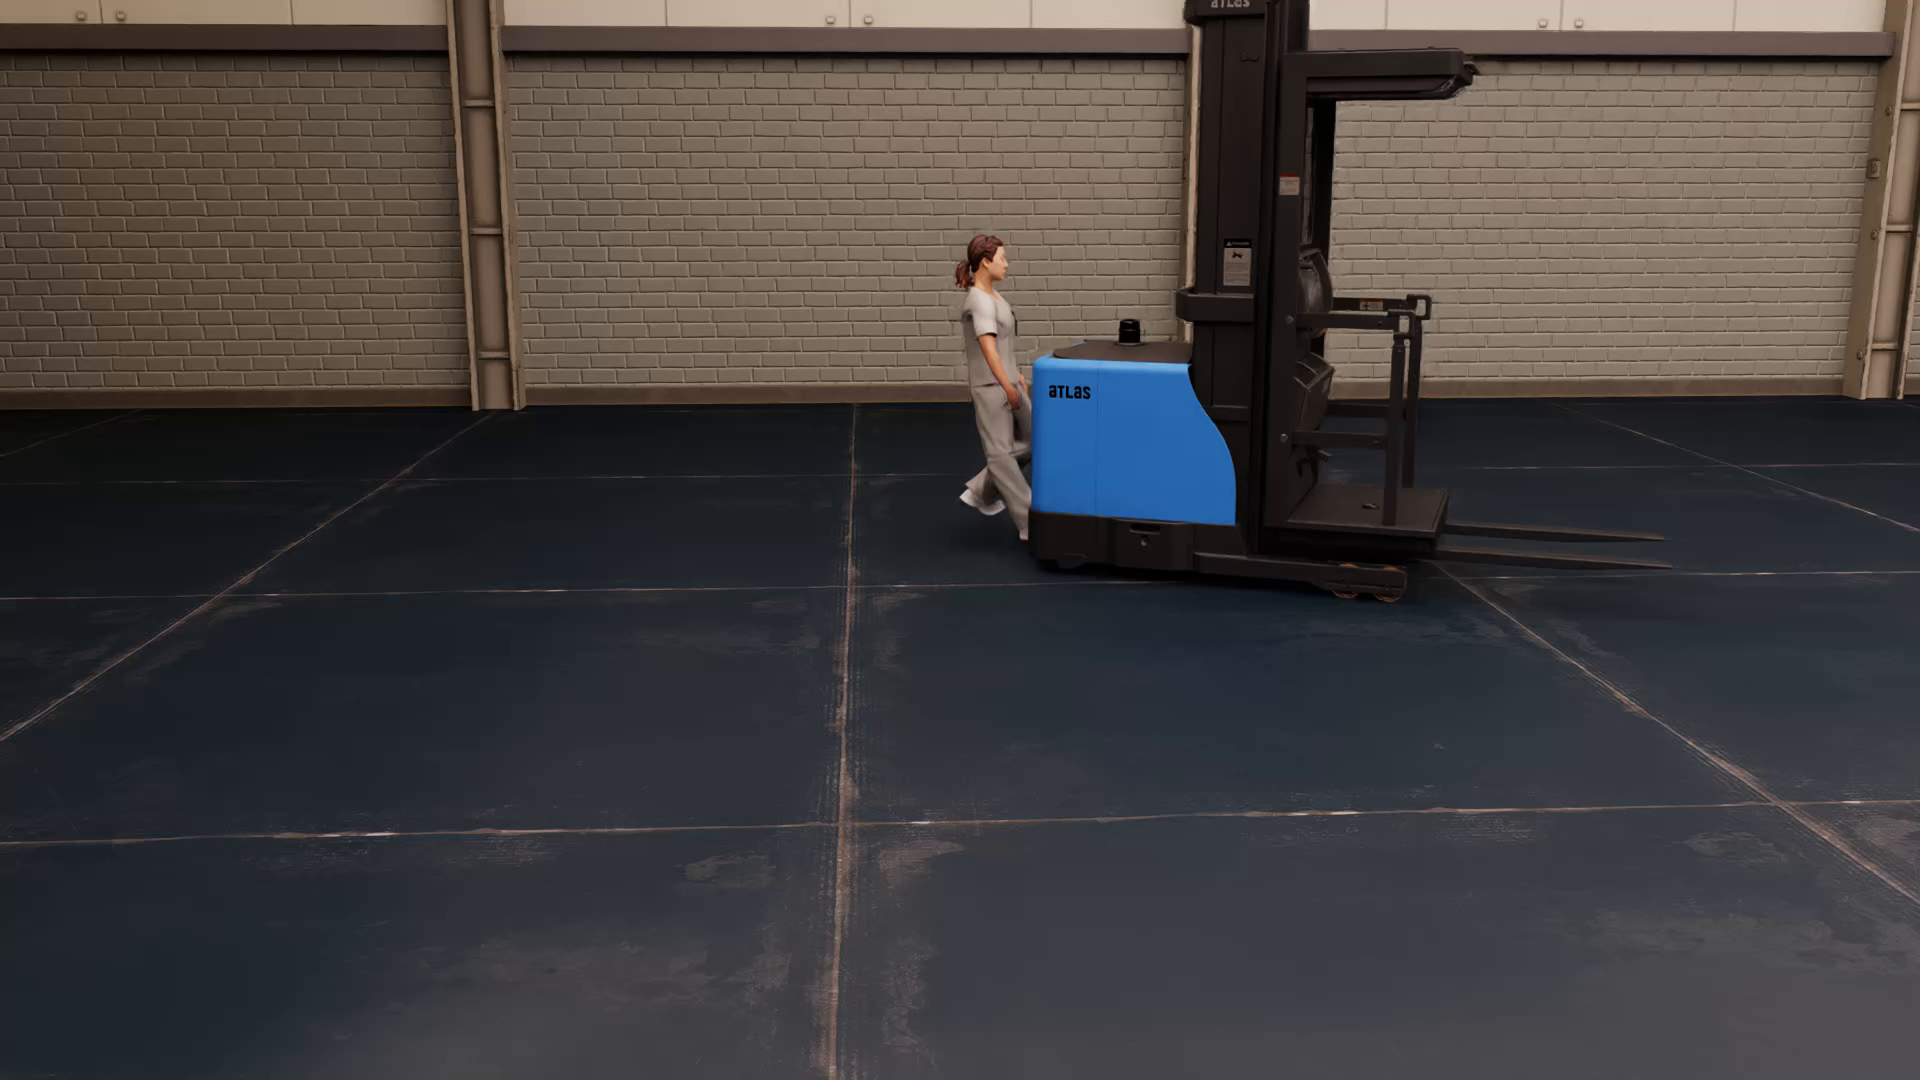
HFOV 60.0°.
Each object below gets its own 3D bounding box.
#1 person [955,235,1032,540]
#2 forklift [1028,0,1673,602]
[{"bbox_3d":[0.324,-0.839,8.996,0.700,1.591,0.626,3,13,12],"label":"person"},{"bbox_3d":[1.919,-1.269,8.066,3.031,2.935,1.130,4,13,19],"label":"forklift"}]
